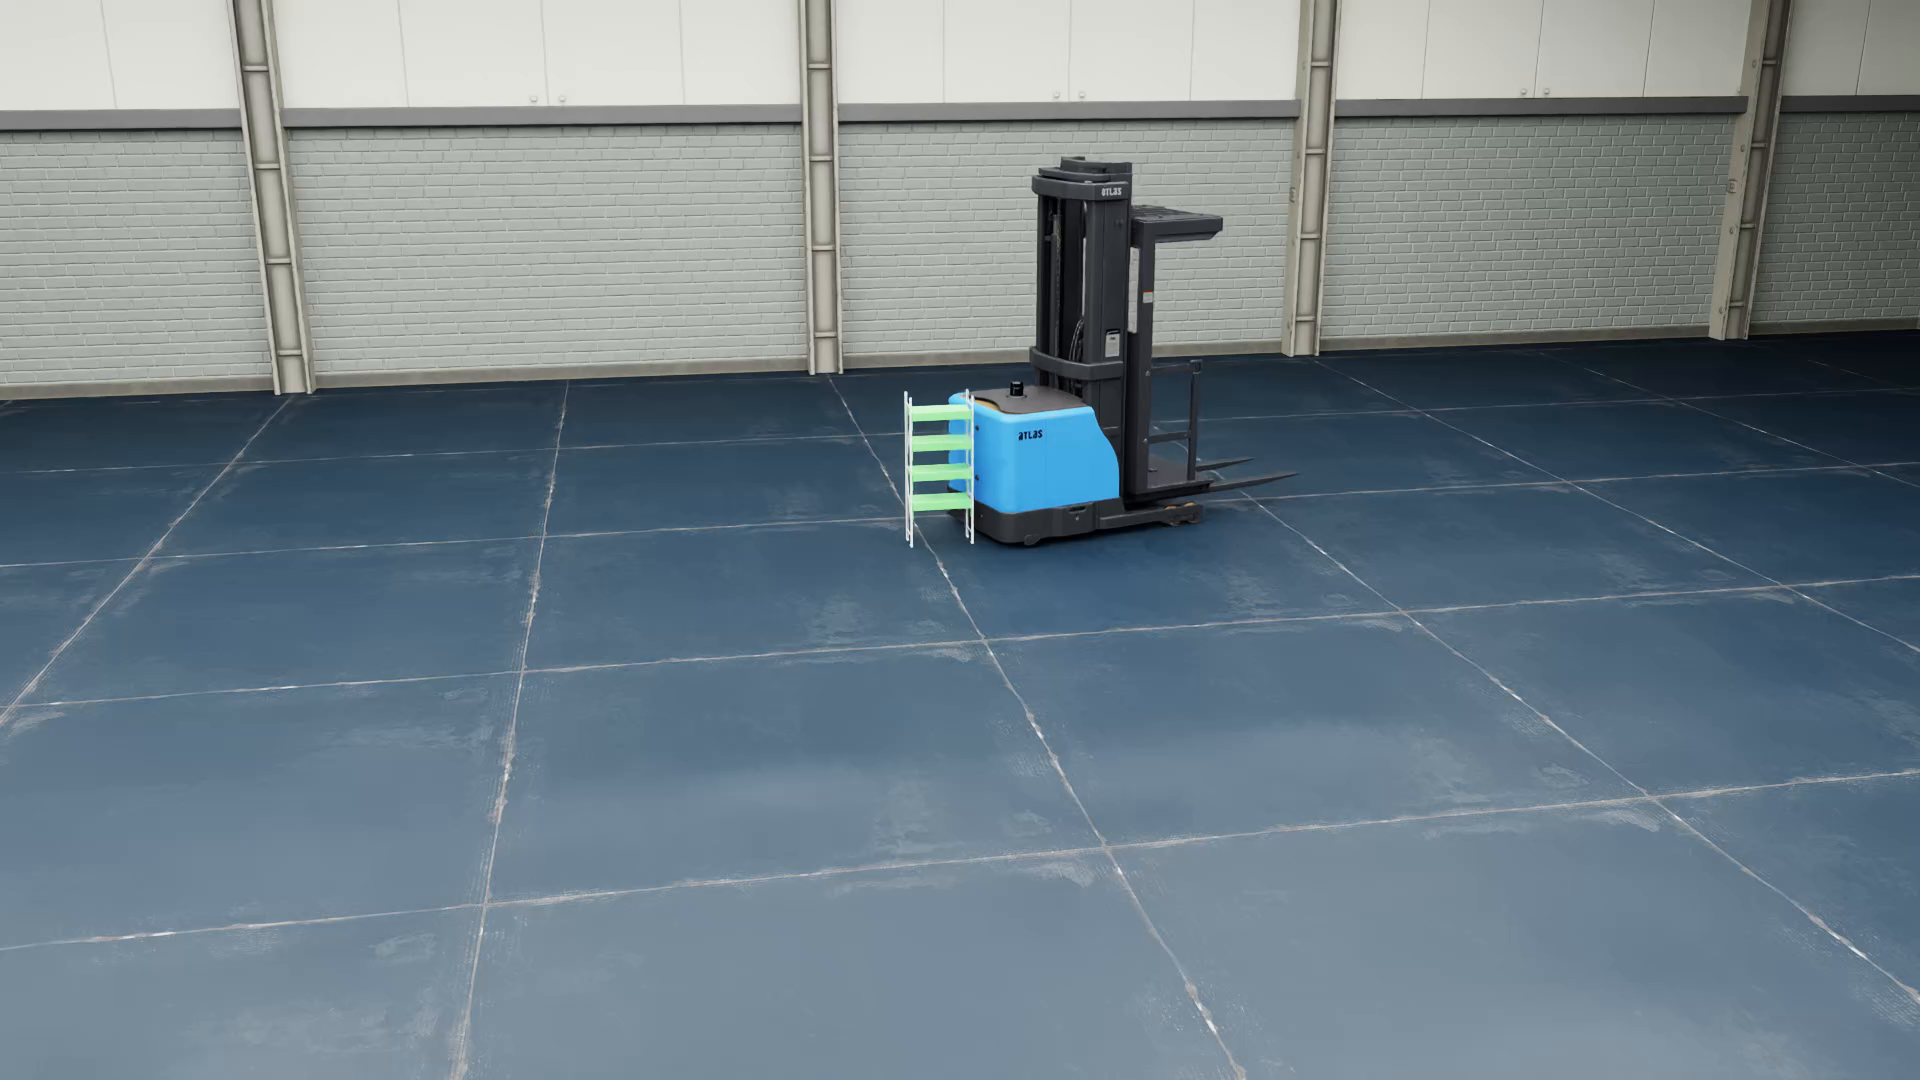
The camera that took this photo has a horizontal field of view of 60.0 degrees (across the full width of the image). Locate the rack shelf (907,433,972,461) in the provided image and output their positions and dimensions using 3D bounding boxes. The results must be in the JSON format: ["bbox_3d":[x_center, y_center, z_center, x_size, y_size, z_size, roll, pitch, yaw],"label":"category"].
[{"bbox_3d":[-0.163,-0.733,13.054,0.480,0.148,0.258,-3,17,-10],"label":"rack shelf"}]

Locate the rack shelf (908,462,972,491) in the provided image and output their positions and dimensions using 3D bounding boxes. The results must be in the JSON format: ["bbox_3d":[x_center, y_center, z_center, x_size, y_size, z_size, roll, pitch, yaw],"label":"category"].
[{"bbox_3d":[-0.163,-0.503,13.124,0.480,0.148,0.258,-3,17,-10],"label":"rack shelf"}]

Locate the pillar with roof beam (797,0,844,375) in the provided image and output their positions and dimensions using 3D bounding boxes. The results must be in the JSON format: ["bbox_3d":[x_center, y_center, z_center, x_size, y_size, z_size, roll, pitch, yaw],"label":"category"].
[{"bbox_3d":[-0.792,-5.075,14.509,0.400,9.000,9.100,-3,17,-10],"label":"pillar with roof beam"}]

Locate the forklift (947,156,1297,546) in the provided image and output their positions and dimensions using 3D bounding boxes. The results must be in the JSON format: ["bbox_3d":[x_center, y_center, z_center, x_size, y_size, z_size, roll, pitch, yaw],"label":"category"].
[{"bbox_3d":[1.438,-1.642,13.666,3.031,2.935,1.130,-9,19,-27],"label":"forklift"}]

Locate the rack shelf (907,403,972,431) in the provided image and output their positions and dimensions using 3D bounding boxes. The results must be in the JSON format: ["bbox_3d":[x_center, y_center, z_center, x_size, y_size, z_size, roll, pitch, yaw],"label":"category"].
[{"bbox_3d":[-0.163,-0.962,12.983,0.480,0.148,0.258,-3,17,-10],"label":"rack shelf"}]

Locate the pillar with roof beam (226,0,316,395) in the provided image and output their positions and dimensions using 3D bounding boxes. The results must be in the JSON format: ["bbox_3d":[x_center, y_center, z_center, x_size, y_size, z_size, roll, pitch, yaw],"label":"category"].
[{"bbox_3d":[-6.683,-4.741,13.421,0.400,9.000,9.100,-3,17,-10],"label":"pillar with roof beam"}]

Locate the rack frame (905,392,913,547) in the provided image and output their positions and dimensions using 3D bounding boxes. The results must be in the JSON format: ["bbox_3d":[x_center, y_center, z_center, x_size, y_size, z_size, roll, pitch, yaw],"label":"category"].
[{"bbox_3d":[-0.402,-0.551,13.061,0.015,1.200,0.240,-3,17,-10],"label":"rack frame"}]

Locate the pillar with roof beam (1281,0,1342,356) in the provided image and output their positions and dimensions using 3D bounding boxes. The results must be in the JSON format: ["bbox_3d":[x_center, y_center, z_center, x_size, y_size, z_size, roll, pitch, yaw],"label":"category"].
[{"bbox_3d":[5.099,-5.409,15.597,0.400,9.000,9.100,-3,17,-10],"label":"pillar with roof beam"}]

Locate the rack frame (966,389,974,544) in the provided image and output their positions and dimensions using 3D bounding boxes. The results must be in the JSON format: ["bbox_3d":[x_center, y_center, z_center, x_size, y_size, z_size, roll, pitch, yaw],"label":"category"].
[{"bbox_3d":[0.077,-0.578,13.150,0.015,1.200,0.240,-3,17,-10],"label":"rack frame"}]

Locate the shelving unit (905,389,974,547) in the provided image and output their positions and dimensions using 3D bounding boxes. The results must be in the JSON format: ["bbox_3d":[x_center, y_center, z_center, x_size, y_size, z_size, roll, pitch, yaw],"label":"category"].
[{"bbox_3d":[-0.163,-0.564,13.106,0.503,1.200,0.258,-3,17,-10],"label":"shelving unit"}]

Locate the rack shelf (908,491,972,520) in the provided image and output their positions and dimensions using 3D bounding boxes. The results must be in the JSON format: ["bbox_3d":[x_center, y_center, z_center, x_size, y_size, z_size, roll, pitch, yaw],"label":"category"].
[{"bbox_3d":[-0.163,-0.274,13.195,0.480,0.148,0.258,-3,17,-10],"label":"rack shelf"}]

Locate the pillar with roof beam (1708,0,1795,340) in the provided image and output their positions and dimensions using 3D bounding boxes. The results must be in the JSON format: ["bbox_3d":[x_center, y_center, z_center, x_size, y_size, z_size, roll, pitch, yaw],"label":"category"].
[{"bbox_3d":[10.990,-5.744,16.685,0.400,9.000,9.100,-3,17,-10],"label":"pillar with roof beam"}]
